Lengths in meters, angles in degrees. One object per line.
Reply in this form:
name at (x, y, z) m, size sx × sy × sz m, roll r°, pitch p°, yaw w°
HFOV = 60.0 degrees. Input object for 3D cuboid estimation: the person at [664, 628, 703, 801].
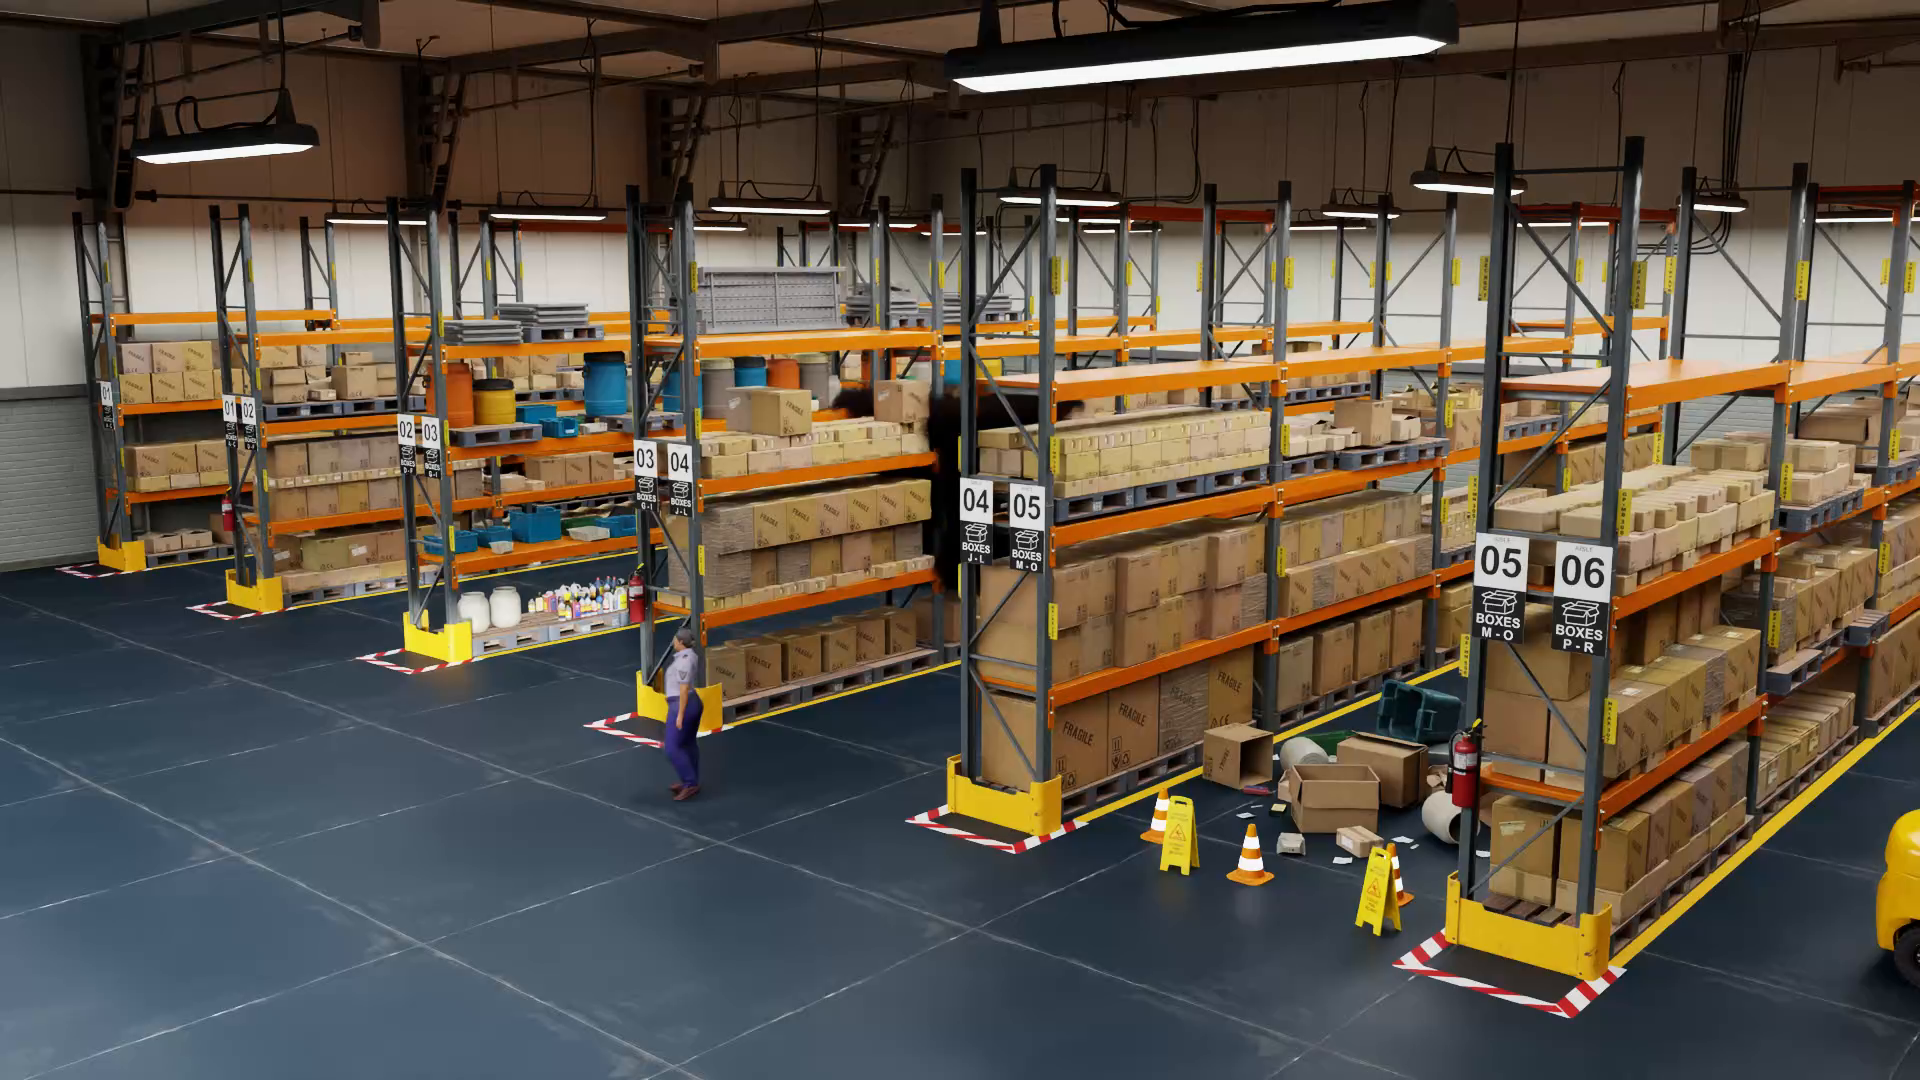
person at (-2.712, 1.686, 16.260) m, size 0.361 × 1.683 × 0.513 m, roll 1°, pitch 9°, yaw 4°

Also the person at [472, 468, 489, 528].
person at (-8.887, -0.748, 30.719) m, size 0.357 × 1.713 × 0.494 m, roll 4°, pitch 10°, yaw 25°
